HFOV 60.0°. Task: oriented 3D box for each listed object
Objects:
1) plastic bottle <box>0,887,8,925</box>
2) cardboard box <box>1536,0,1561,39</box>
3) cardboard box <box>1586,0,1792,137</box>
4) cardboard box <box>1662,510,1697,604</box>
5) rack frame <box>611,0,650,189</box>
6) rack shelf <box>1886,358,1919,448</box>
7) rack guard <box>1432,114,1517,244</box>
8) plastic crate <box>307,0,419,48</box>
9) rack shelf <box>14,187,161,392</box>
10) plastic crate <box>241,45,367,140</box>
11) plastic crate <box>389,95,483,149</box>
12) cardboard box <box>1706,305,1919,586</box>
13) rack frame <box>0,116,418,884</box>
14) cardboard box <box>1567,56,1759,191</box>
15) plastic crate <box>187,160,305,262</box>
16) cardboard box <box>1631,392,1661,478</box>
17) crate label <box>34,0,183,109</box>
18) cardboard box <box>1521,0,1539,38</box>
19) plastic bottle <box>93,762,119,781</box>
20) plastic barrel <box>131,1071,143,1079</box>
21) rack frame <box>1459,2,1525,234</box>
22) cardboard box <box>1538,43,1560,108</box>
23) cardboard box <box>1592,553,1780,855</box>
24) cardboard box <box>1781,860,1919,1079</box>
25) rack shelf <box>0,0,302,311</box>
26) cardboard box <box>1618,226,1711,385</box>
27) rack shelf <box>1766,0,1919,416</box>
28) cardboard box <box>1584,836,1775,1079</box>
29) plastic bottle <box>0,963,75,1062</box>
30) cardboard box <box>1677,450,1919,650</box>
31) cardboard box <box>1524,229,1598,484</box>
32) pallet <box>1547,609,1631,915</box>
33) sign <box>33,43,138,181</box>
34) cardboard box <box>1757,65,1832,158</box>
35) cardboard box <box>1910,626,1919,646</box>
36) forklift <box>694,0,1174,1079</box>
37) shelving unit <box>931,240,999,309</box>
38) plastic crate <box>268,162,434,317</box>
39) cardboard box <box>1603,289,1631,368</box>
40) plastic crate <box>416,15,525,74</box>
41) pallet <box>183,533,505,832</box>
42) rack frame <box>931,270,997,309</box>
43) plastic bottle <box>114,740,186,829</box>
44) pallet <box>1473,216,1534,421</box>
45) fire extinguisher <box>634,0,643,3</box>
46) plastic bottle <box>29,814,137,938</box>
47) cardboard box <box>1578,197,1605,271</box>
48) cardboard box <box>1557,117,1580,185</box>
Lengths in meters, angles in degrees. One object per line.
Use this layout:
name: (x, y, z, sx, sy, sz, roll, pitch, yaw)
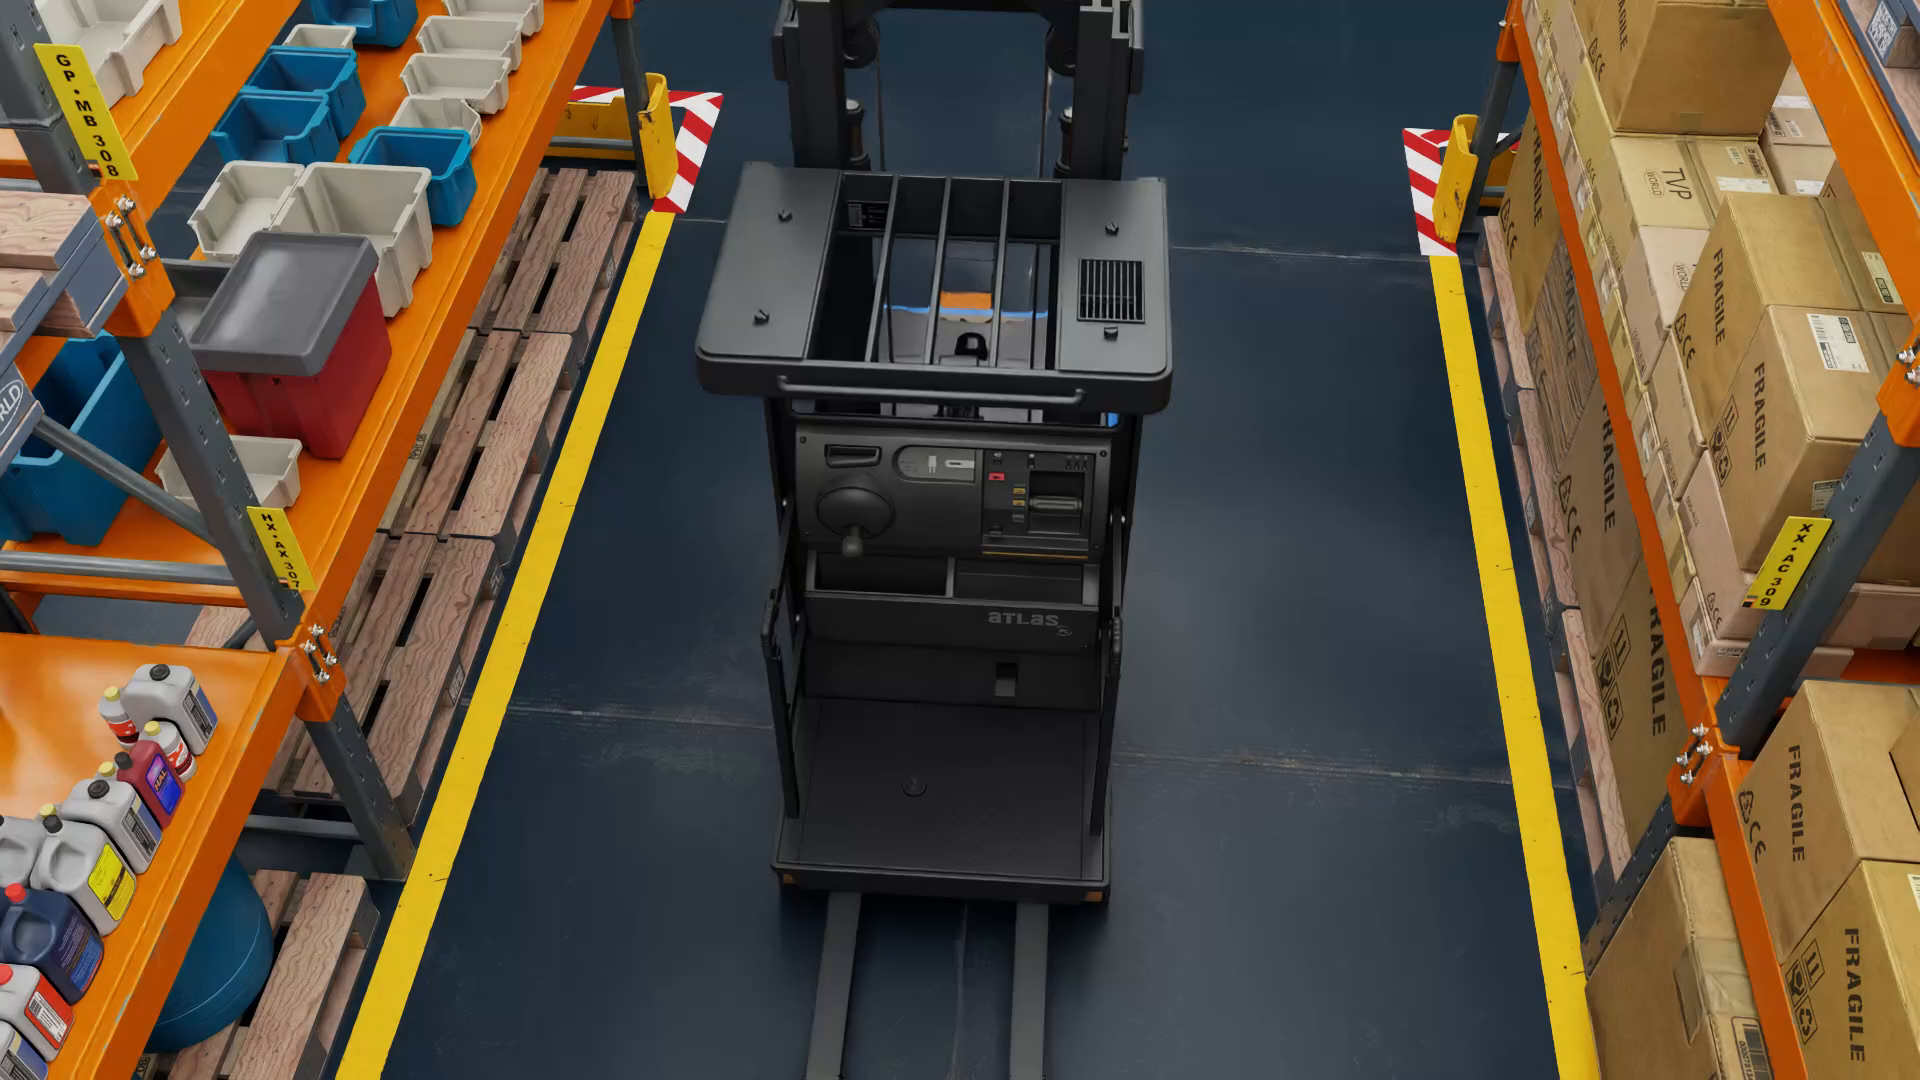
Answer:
plastic bottle: (-2.301, 0.921, 3.908, 0.144, 0.351, 0.185, 4, 48, 4)
cardboard box: (2.601, -2.240, 6.666, 0.500, 0.250, 0.500, 3, 48, 2)
cardboard box: (2.515, -1.745, 5.705, 0.500, 0.500, 0.500, 3, 48, 2)
cardboard box: (2.274, 0.063, 4.829, 0.380, 0.149, 0.250, 5, 48, 4)
rack frame: (-2.018, -2.858, 7.331, 1.000, 3.000, 0.127, 4, 48, 4)
rack shelf: (2.367, 1.114, 2.153, 1.077, 0.370, 4.000, 4, 48, 4)
rack guard: (2.916, -1.699, 7.965, 1.175, 0.500, 0.348, 4, 48, 4)
plastic crate: (-2.429, -2.179, 6.783, 0.416, 0.233, 0.300, 4, 48, 4)
rack shelf: (-2.565, 0.781, 2.457, 1.077, 0.370, 4.000, 4, 48, 4)
plastic crate: (-2.489, -1.695, 6.340, 0.416, 0.233, 0.300, 4, 48, 4)
plastic crate: (-1.963, -1.541, 6.265, 0.298, 0.136, 0.250, 4, 48, 4)
cardboard box: (2.325, -0.244, 4.333, 0.500, 0.500, 0.500, 5, 48, 5)
rack frame: (-2.383, 0.081, 4.643, 1.000, 3.000, 0.127, 4, 48, 4)
cardboard box: (2.511, -1.489, 5.979, 0.500, 0.250, 0.500, 2, 48, 2)
plastic crate: (-2.523, -1.150, 5.907, 0.293, 0.136, 0.466, 4, 48, 4)
cardboard box: (2.321, -0.314, 5.174, 0.380, 0.149, 0.250, 5, 48, 4)
crate label: (-2.050, -1.182, 3.944, 0.293, 0.136, 0.466, 4, 48, 4)
cardboard box: (2.553, -2.202, 6.901, 0.380, 0.149, 0.250, 4, 48, 4)
plastic bottle: (-2.153, 0.641, 4.266, 0.097, 0.201, 0.097, 0, 48, 0)
plastic barrel: (-2.514, 1.567, 4.422, 0.600, 0.901, 0.708, 4, 48, 4)
rack frame: (2.914, -2.525, 7.027, 1.000, 3.000, 0.127, 4, 48, 4)
cardboard box: (2.508, -1.825, 6.556, 0.380, 0.149, 0.250, 3, 48, 3)
cardboard box: (2.689, 0.510, 5.406, 0.875, 0.875, 0.875, 4, 48, 4)
cardboard box: (2.214, 1.071, 3.670, 0.500, 0.500, 0.500, 4, 48, 4)
rack shelf: (-2.201, -2.158, 5.146, 1.077, 0.370, 4.000, 4, 48, 4)
cardboard box: (2.419, -0.733, 5.288, 0.500, 0.250, 0.500, 5, 48, 4)
rack shelf: (2.732, -1.825, 4.841, 1.077, 0.370, 4.000, 4, 48, 4)
cardboard box: (2.511, 1.461, 4.536, 1.225, 0.875, 0.875, 4, 48, 4)
plastic bottle: (-2.176, 1.074, 3.819, 0.152, 0.276, 0.135, 4, 48, 4)
cardboard box: (2.328, 0.022, 4.597, 0.500, 0.250, 0.500, 3, 48, 3)
cardboard box: (2.852, -0.805, 6.609, 0.875, 0.875, 0.875, 4, 48, 4)
pallet: (2.697, 0.802, 5.873, 1.003, 0.211, 1.213, 4, 48, 4)
sign: (-1.835, -0.896, 3.498, 0.100, 0.325, 0.005, 4, 48, 4)
cardboard box: (3.041, -1.454, 5.947, 0.500, 0.250, 0.500, 2, 48, 2)
cardboard box: (2.853, 0.037, 4.583, 0.500, 0.250, 0.500, 3, 48, 3)
forklift: (-0.035, -0.028, 4.790, 1.130, 2.935, 3.031, 3, 48, 3)
shelving unit: (0.021, -0.634, 6.516, 0.258, 1.200, 0.189, 3, 48, 3)
plastic crate: (-2.060, -1.009, 5.679, 0.437, 0.282, 0.530, 4, 48, 4)
cardboard box: (2.368, -0.691, 5.520, 0.380, 0.149, 0.250, 3, 48, 3)
plastic crate: (-1.953, -1.966, 6.653, 0.396, 0.136, 0.243, 4, 48, 4)
pallet: (-2.354, 0.479, 6.168, 1.003, 0.211, 1.213, 4, 48, 4)
rack frame: (0.014, -0.566, 6.455, 0.240, 1.200, 0.006, 3, 48, 3)
plastic bottle: (-2.072, 0.605, 4.243, 0.061, 0.283, 0.133, 4, 48, 4)
pallet: (2.919, -0.991, 7.513, 1.003, 0.211, 1.213, 4, 48, 4)
fire extinguisher: (-1.552, -2.786, 7.571, 0.296, 0.674, 0.183, 4, 48, 4)
plastic bottle: (-2.141, 0.795, 4.023, 0.144, 0.351, 0.185, 4, 48, 4)
cardboard box: (2.414, -1.071, 5.867, 0.380, 0.149, 0.250, 3, 48, 3)
cardboard box: (2.461, -1.446, 6.210, 0.380, 0.149, 0.250, 3, 48, 3)
